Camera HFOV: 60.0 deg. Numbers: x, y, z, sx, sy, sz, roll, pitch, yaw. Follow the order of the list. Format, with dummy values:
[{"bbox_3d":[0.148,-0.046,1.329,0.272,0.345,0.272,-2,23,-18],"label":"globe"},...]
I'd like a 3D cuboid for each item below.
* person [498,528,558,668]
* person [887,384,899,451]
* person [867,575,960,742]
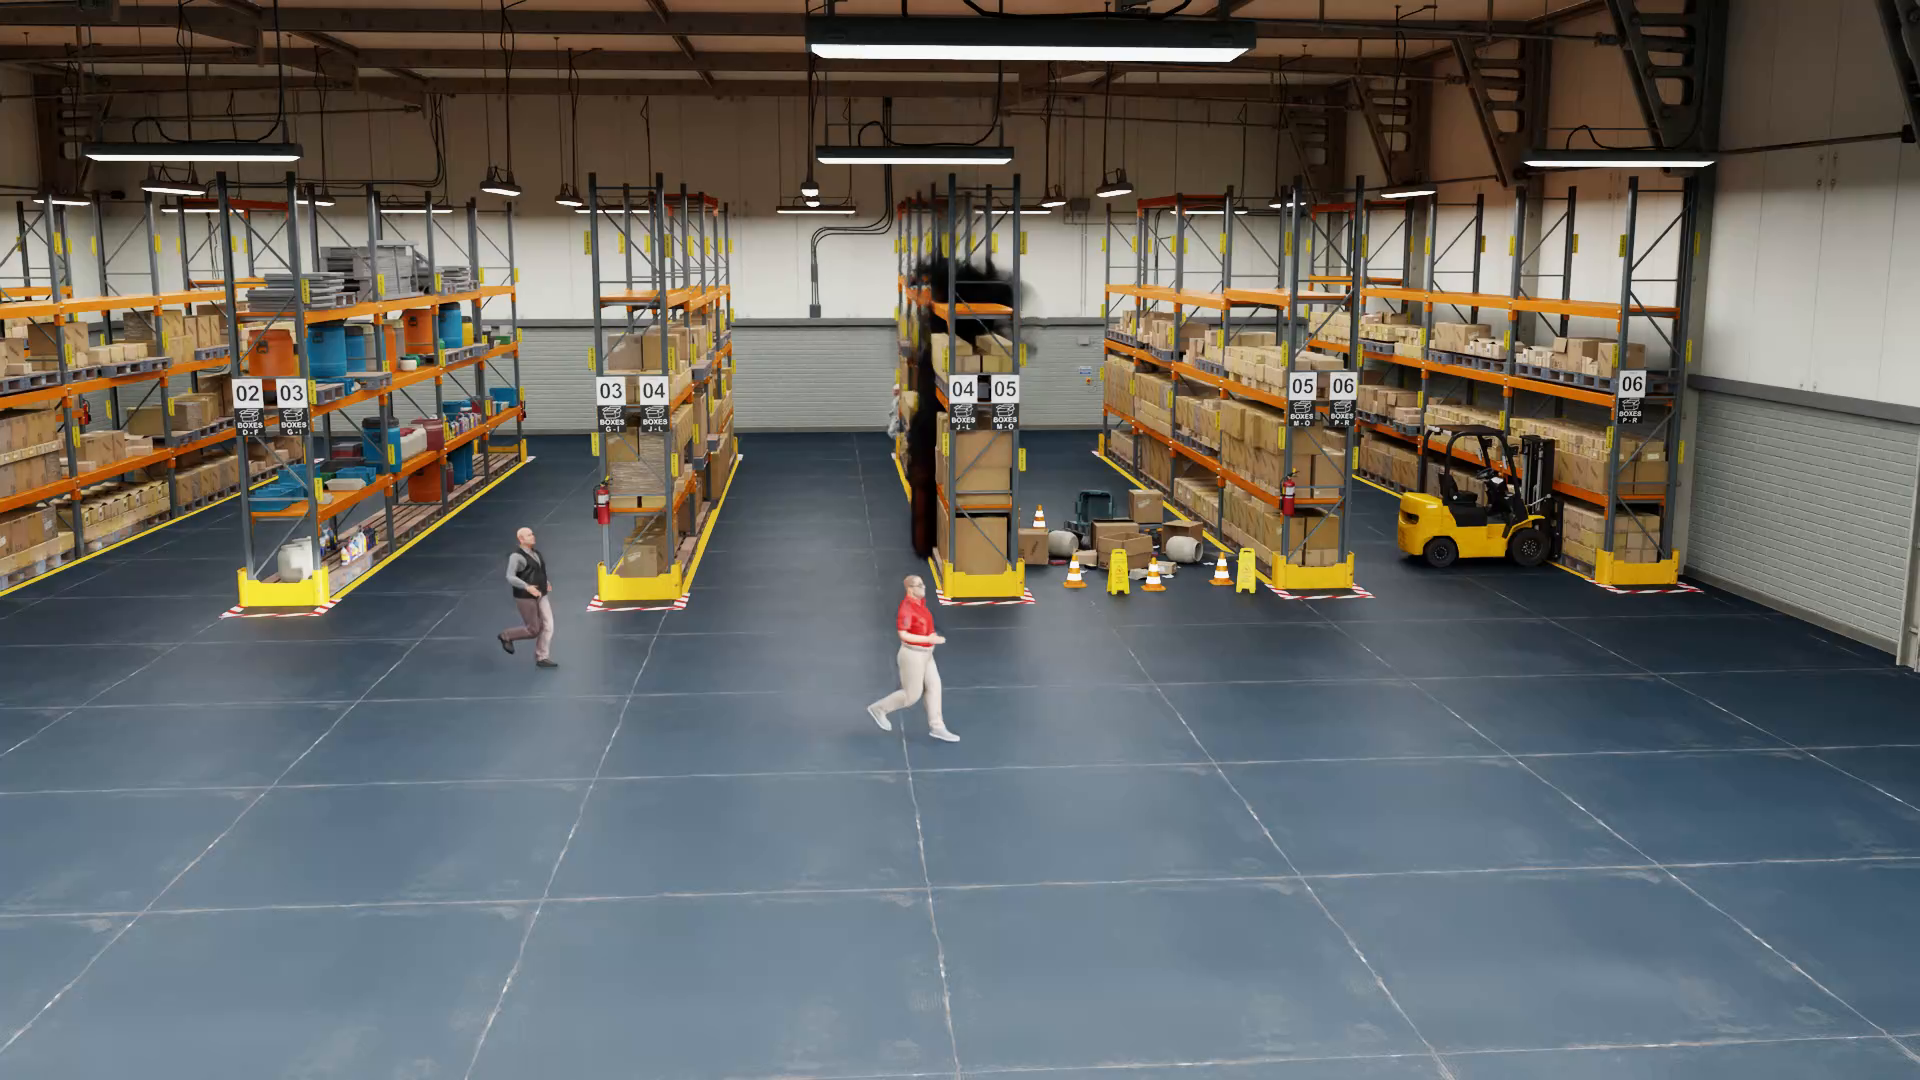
[{"bbox_3d":[-5.184,0.687,19.980,0.765,1.690,0.659,4,11,20],"label":"person"},{"bbox_3d":[-1.503,-2.999,40.919,0.563,1.680,0.752,-2,10,-9],"label":"person"},{"bbox_3d":[-0.468,1.202,16.930,0.954,1.725,0.664,3,10,16],"label":"person"}]
